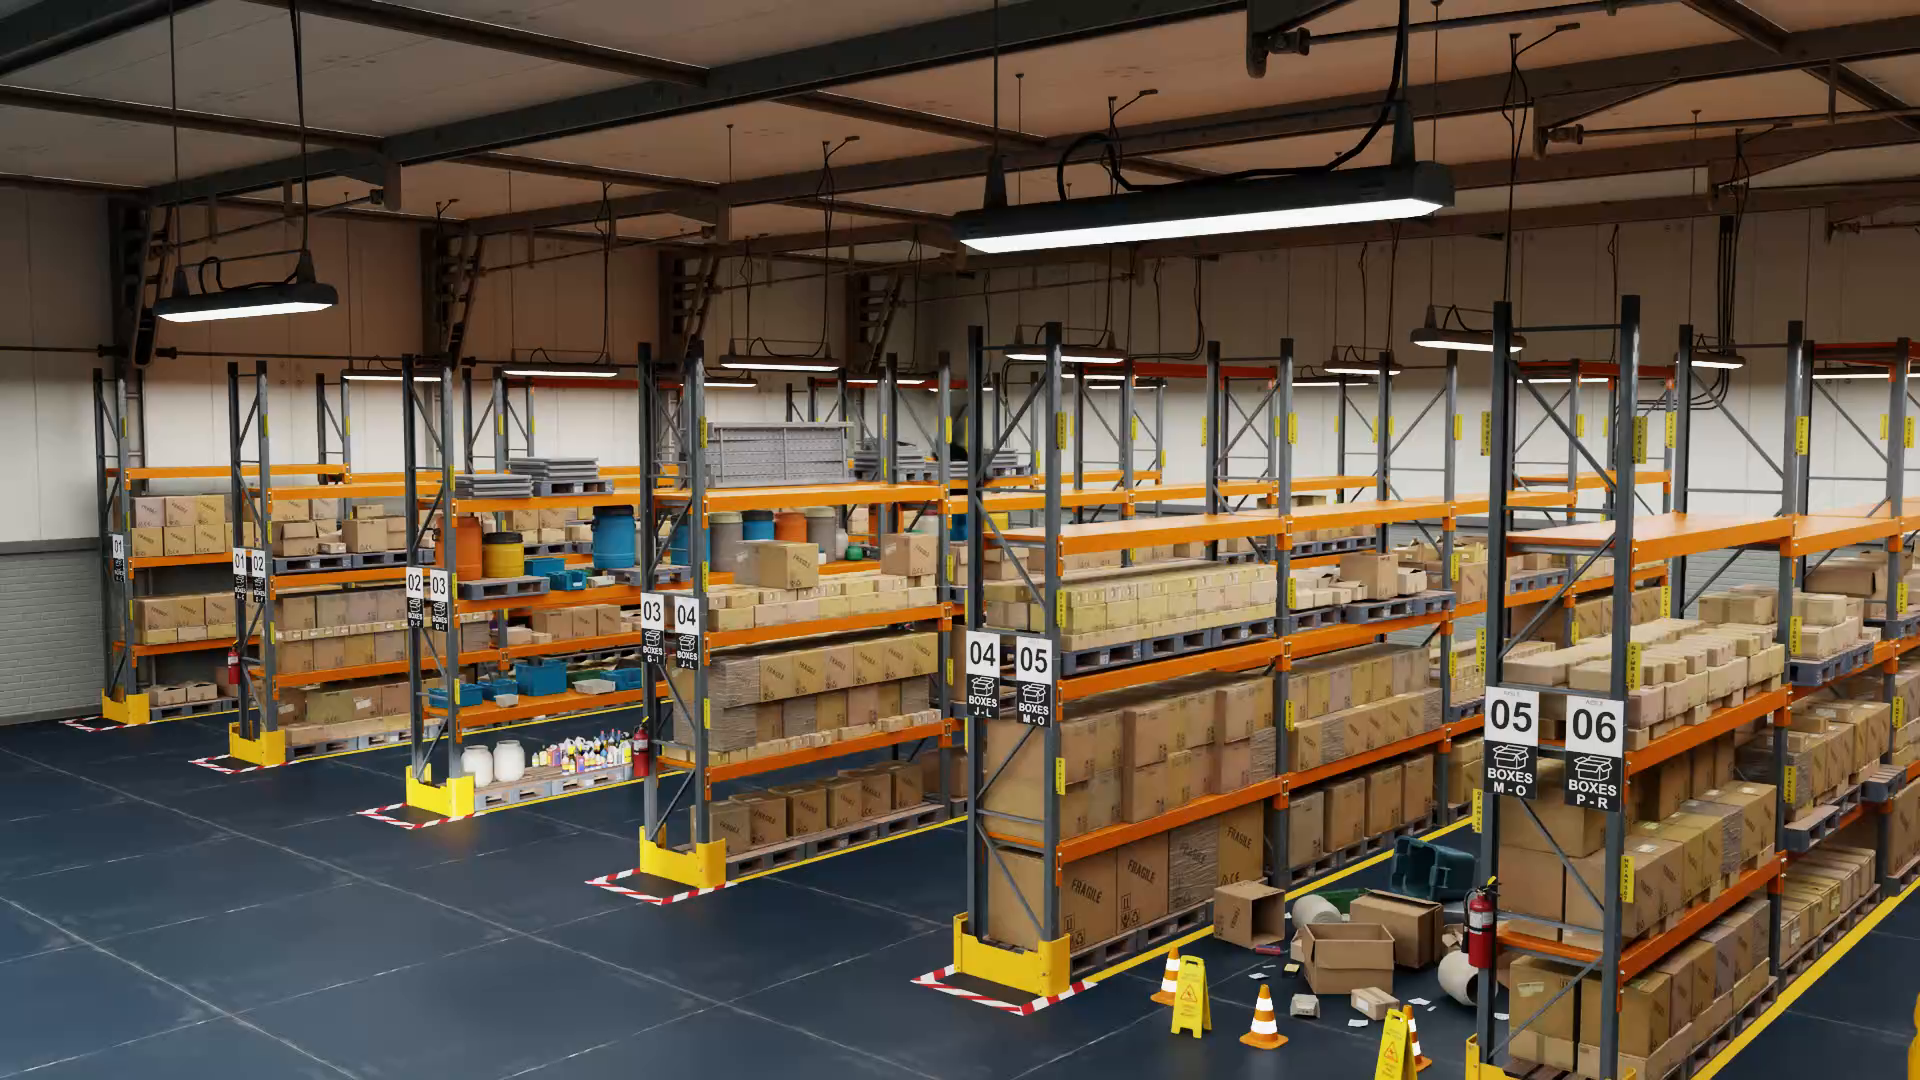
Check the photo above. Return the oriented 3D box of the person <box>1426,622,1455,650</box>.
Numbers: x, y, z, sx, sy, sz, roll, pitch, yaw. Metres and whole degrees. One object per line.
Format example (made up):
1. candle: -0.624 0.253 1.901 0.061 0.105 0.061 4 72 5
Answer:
1. person: 8.506 2.207 29.344 0.630 1.607 0.857 3 5 33

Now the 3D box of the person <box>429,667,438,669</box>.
1. person: -9.400 2.092 29.929 0.707 1.745 0.877 2 5 22

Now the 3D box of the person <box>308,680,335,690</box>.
1. person: -10.775 2.281 28.143 0.702 1.682 0.704 2 5 25
